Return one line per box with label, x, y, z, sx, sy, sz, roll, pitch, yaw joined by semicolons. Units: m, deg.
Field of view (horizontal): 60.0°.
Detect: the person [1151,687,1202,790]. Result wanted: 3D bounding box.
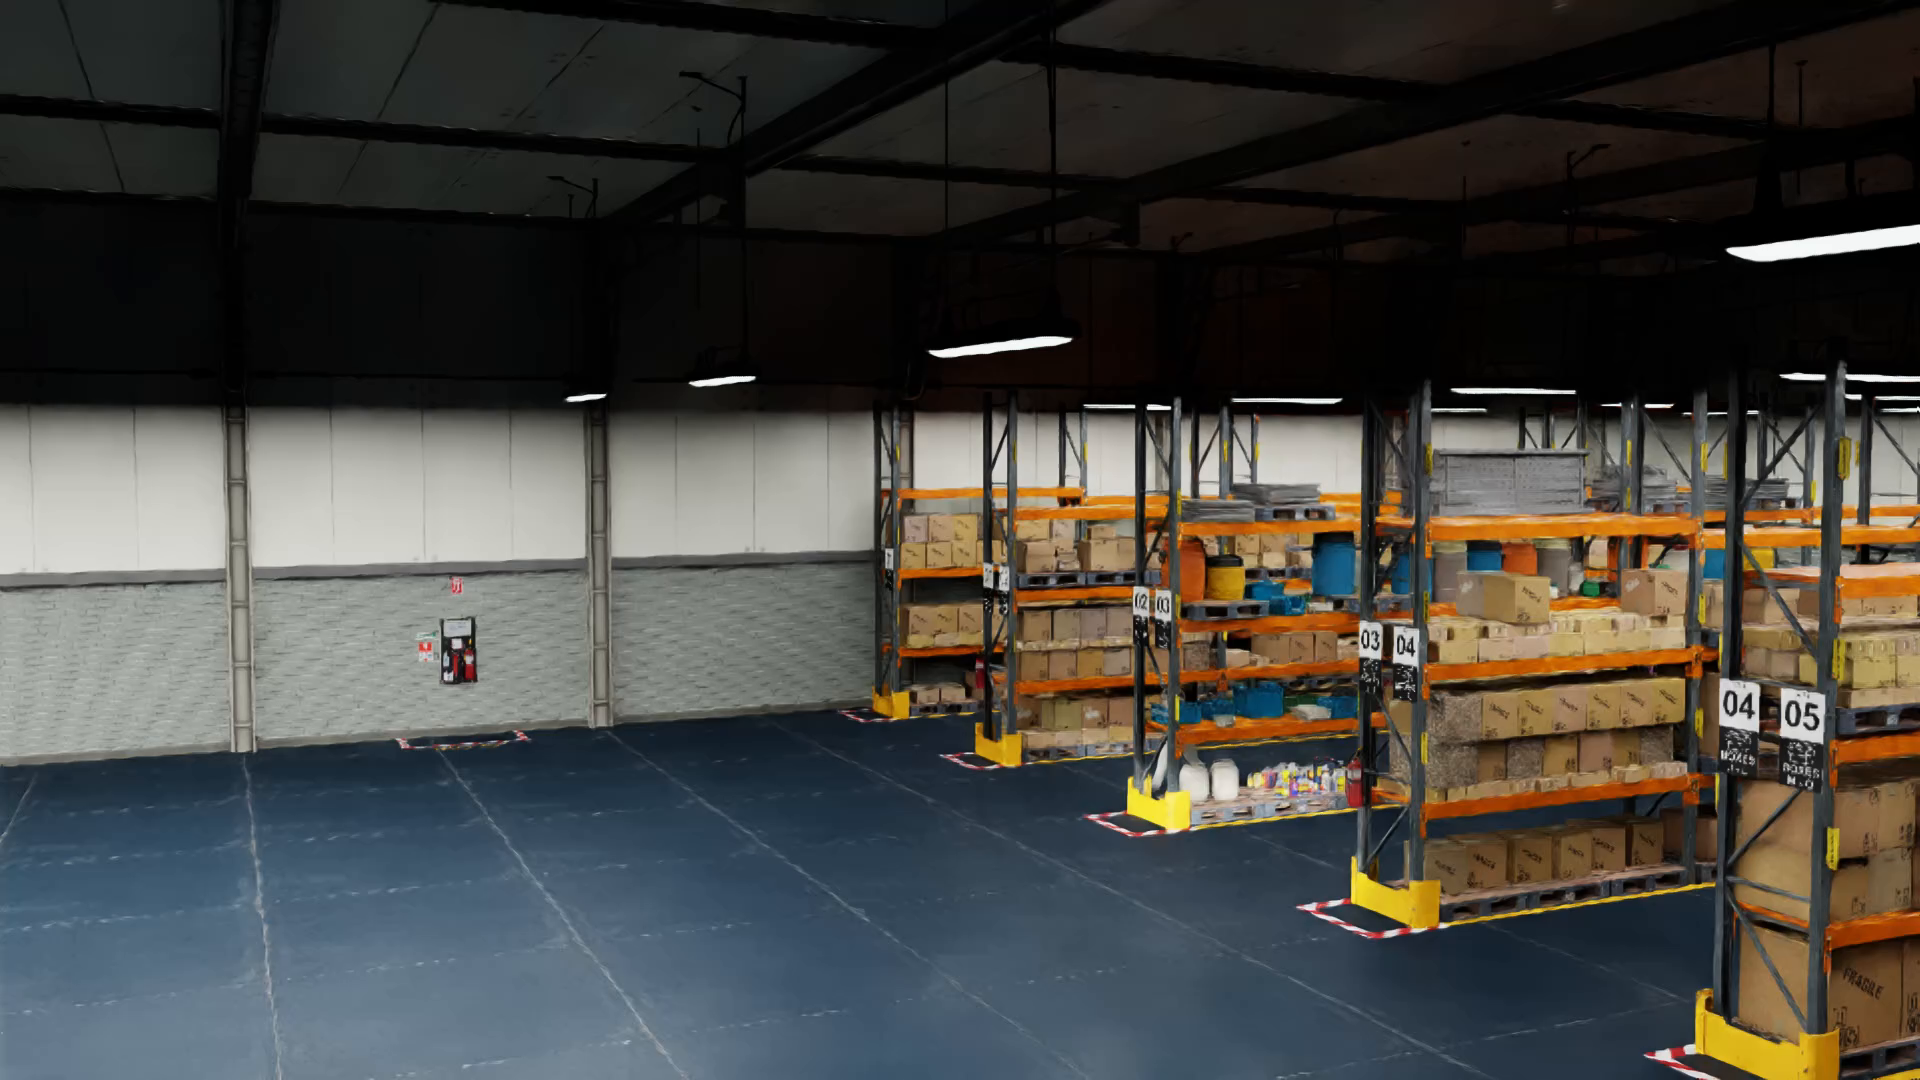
person;3.231;2.922;24.617;1.081;1.579;0.482;-2;4;-25
